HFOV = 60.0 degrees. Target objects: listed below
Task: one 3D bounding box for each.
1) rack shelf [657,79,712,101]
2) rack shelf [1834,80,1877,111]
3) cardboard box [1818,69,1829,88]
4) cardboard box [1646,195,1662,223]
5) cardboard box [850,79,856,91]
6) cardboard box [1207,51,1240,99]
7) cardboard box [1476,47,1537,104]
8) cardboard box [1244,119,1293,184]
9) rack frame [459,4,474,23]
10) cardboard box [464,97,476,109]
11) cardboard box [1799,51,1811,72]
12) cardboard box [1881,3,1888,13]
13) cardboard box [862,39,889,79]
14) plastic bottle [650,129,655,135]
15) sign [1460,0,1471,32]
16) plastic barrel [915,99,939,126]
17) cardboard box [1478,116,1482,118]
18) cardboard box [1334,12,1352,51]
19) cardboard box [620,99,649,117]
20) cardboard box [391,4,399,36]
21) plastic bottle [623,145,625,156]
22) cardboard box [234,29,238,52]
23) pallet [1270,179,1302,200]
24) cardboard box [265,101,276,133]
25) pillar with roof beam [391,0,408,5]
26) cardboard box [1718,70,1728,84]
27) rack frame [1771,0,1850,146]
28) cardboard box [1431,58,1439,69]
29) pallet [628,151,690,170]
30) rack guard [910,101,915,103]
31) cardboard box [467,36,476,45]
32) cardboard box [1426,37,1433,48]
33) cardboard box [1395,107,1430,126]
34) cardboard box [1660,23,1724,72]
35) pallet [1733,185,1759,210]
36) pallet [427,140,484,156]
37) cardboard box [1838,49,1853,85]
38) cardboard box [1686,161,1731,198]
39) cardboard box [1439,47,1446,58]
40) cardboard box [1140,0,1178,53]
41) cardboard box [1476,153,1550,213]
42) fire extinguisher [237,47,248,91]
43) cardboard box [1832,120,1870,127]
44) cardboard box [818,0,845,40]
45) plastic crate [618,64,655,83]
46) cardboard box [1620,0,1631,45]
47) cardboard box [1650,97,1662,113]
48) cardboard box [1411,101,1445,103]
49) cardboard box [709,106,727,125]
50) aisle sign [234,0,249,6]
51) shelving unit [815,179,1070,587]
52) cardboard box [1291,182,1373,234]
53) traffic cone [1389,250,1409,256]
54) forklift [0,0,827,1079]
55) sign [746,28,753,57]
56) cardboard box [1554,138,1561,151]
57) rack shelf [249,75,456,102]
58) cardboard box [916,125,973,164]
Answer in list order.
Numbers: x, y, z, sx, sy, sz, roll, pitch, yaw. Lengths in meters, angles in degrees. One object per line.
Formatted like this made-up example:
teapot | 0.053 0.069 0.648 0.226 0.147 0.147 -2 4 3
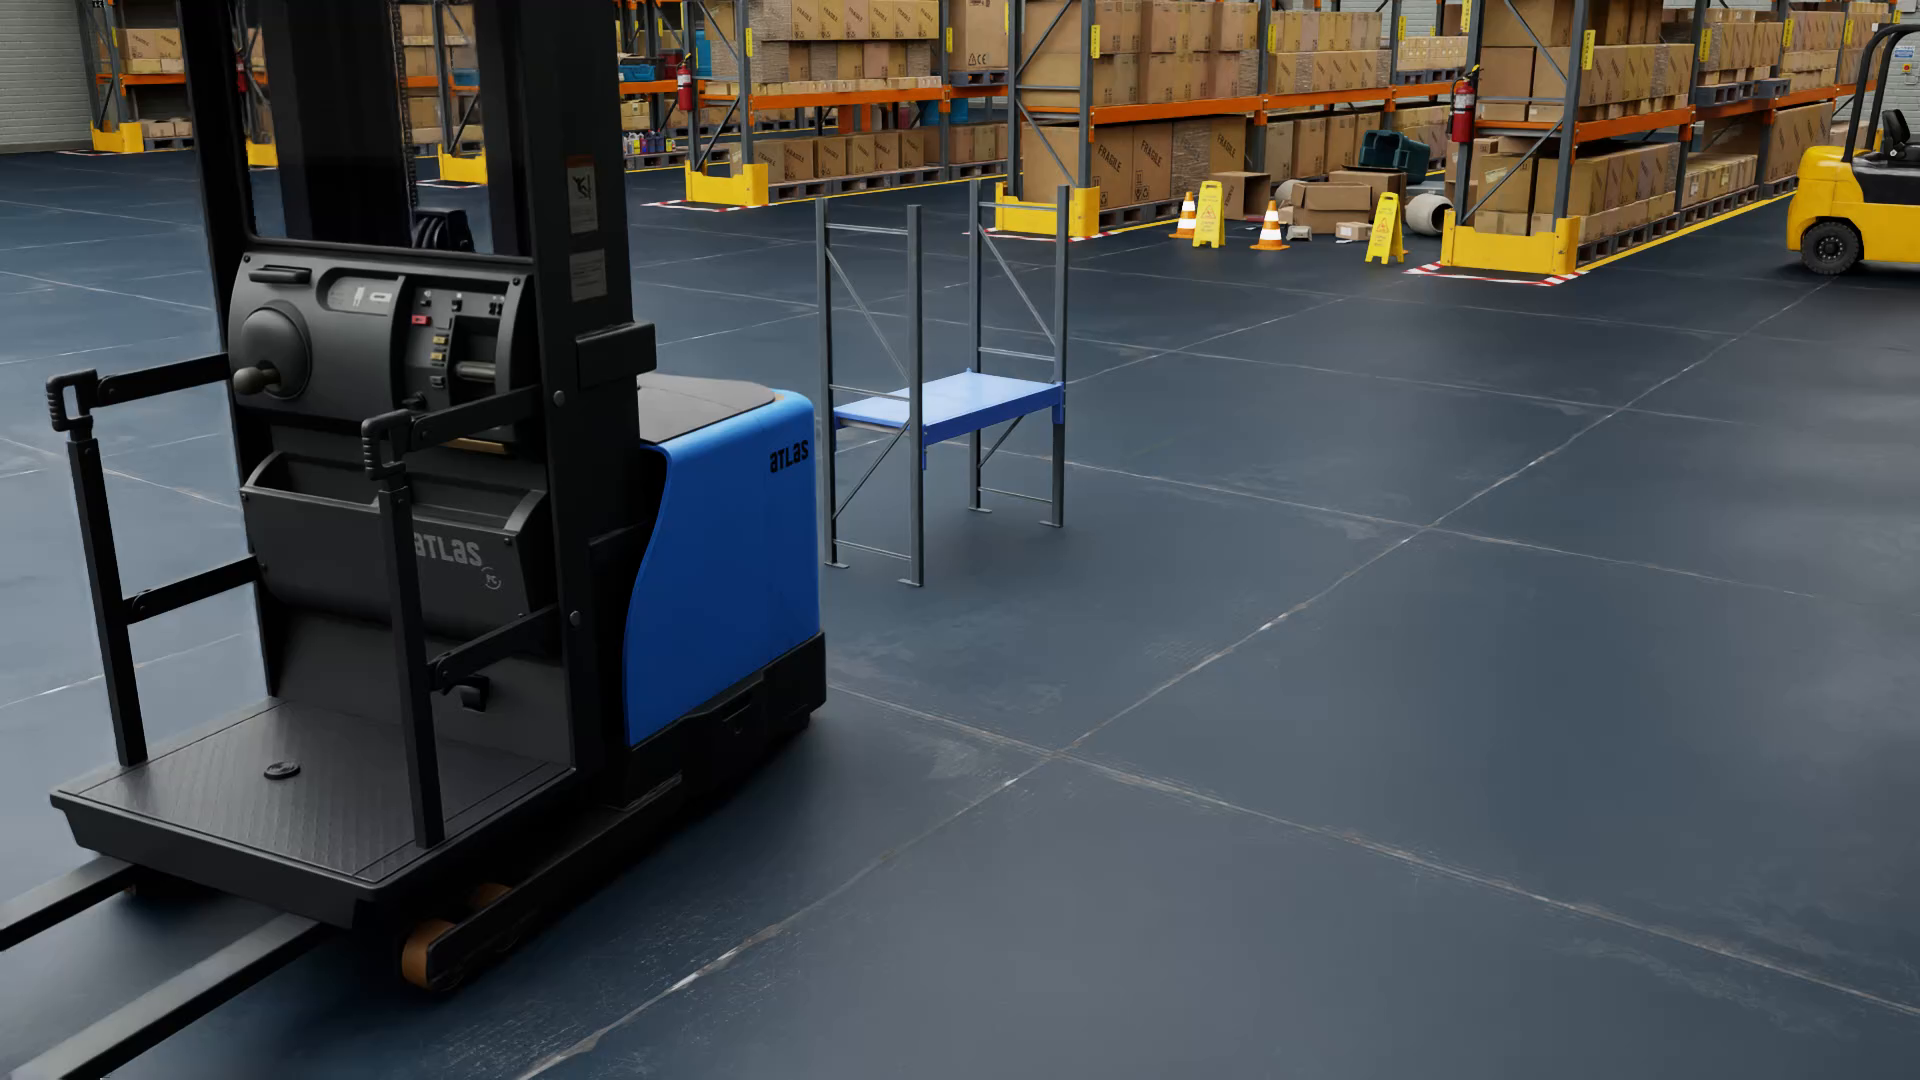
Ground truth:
rack shelf | -3.378 -7.629 27.964 1.077 0.370 4.000 12 21 35
rack shelf | 13.325 -6.908 25.643 1.077 0.370 4.000 12 21 35
cardboard box | 11.764 -6.431 23.147 0.500 0.250 0.500 12 21 34
cardboard box | 6.921 -3.440 17.191 0.500 0.250 0.500 12 21 33
cardboard box | -1.600 -5.997 21.920 0.380 0.149 0.250 12 21 35
cardboard box | 2.812 -5.567 19.859 0.875 0.550 0.550 12 21 35
cardboard box | 5.086 -4.284 15.312 0.500 0.500 0.500 12 21 34
cardboard box | 3.629 -5.010 21.404 1.050 0.750 0.750 12 21 34
rack frame | -10.143 -10.199 35.029 1.000 3.000 0.127 12 21 35
cardboard box | -10.530 -9.035 34.752 0.700 0.500 0.500 13 21 35
cardboard box | 10.866 -6.306 21.901 0.500 0.250 0.500 12 21 34
cardboard box | 14.246 -8.301 25.967 0.380 0.149 0.250 12 21 34
cardboard box | -1.453 -6.464 22.332 0.875 0.500 0.500 12 21 35
plastic bottle | -4.838 -6.262 26.075 0.144 0.351 0.185 12 21 35
sign | 4.550 -4.723 14.911 0.100 0.325 0.005 12 21 35
plastic barrel | -0.563 -8.304 31.758 0.600 0.901 0.708 12 21 35
cardboard box | 8.581 -7.056 28.003 0.380 0.149 0.250 13 22 36
cardboard box | 4.835 -6.849 22.388 0.700 0.500 0.500 12 21 34
cardboard box | -6.276 -8.312 31.933 0.500 0.311 0.500 13 22 36
cardboard box | -9.702 -8.574 27.439 0.700 0.500 0.500 12 21 35
plastic bottle | -5.177 -5.972 25.392 0.097 0.201 0.097 0 17 0
cardboard box | -13.470 -9.013 30.165 0.500 0.500 0.500 13 22 36
pallet | 3.731 -4.585 21.654 1.003 0.211 1.213 12 21 35
cardboard box | -10.848 -6.845 26.892 0.500 0.500 0.500 12 21 35
pillar with roof beam | -8.155 -12.147 31.185 9.100 9.000 0.400 12 21 35
cardboard box | 8.400 -5.219 18.706 0.380 0.149 0.250 13 21 36
rack frame | 12.134 -6.775 24.002 1.000 3.000 0.127 12 21 35
cardboard box | 6.932 -7.140 24.895 0.380 0.149 0.250 13 21 35
pallet | -5.003 -6.011 26.246 1.003 0.211 1.213 12 21 35
rack guard | -1.441 -10.018 38.661 1.175 0.500 0.348 12 21 35
cardboard box | -8.535 -8.627 28.704 0.380 0.149 0.250 12 21 35
cardboard box | 6.771 -7.363 24.609 0.380 0.149 0.250 14 22 37
cardboard box | 6.622 -6.280 24.651 0.500 0.250 0.500 12 21 34
cardboard box | 7.877 -5.321 17.941 0.500 0.500 0.500 13 22 36
pallet | 9.284 -4.304 20.749 1.003 0.211 1.213 12 21 35
pallet | -9.053 -6.858 28.972 1.003 0.211 1.213 12 21 35
cardboard box | 12.624 -6.888 24.198 0.500 0.500 0.500 13 22 36
cardboard box | 8.516 -4.278 19.685 0.950 0.372 0.625 13 22 36
cardboard box | 7.088 -7.347 25.058 0.380 0.149 0.250 13 22 37
cardboard box | 1.897 -5.693 18.444 0.875 0.550 0.550 12 21 35
cardboard box | 5.252 -3.399 15.795 0.500 0.500 0.500 13 21 35
fire extinguisher | -11.372 -7.436 26.262 0.296 0.674 0.183 12 21 35
cardboard box | 14.204 -6.530 26.824 0.875 0.438 0.875 12 21 33
cardboard box | -1.828 -6.655 21.261 0.500 0.500 0.500 12 21 35
plastic crate | -5.011 -7.113 25.342 0.499 0.251 0.616 12 21 35
cardboard box | 6.288 -5.238 16.696 0.700 0.500 0.500 12 21 33
cardboard box | 6.817 -4.376 16.702 0.380 0.149 0.250 12 21 34
cardboard box | 7.446 -6.861 26.522 0.500 0.250 0.500 11 21 32
cardboard box | -5.051 -8.643 33.491 0.500 0.500 0.500 12 21 34
aisle sign | -11.204 -8.697 25.808 0.394 0.787 0.004 12 21 35
shelving unit | -0.051 -0.696 6.956 0.538 1.500 1.048 12 21 35
cardboard box | 3.997 -3.590 17.956 0.797 0.503 0.637 -1 17 -3
traffic cone | 4.204 -3.035 16.238 0.336 0.463 0.334 12 21 35
forklift | -1.535 -0.498 3.906 1.130 2.935 3.031 8 19 25
sign | -2.539 -5.985 20.000 0.100 0.325 0.005 12 21 35
cardboard box | 5.727 -3.930 16.411 0.380 0.149 0.250 14 22 37
rack shelf | -9.737 -7.552 27.718 1.077 0.370 4.000 12 21 35
cardboard box | -0.209 -5.779 24.269 0.700 0.500 0.500 11 20 31
